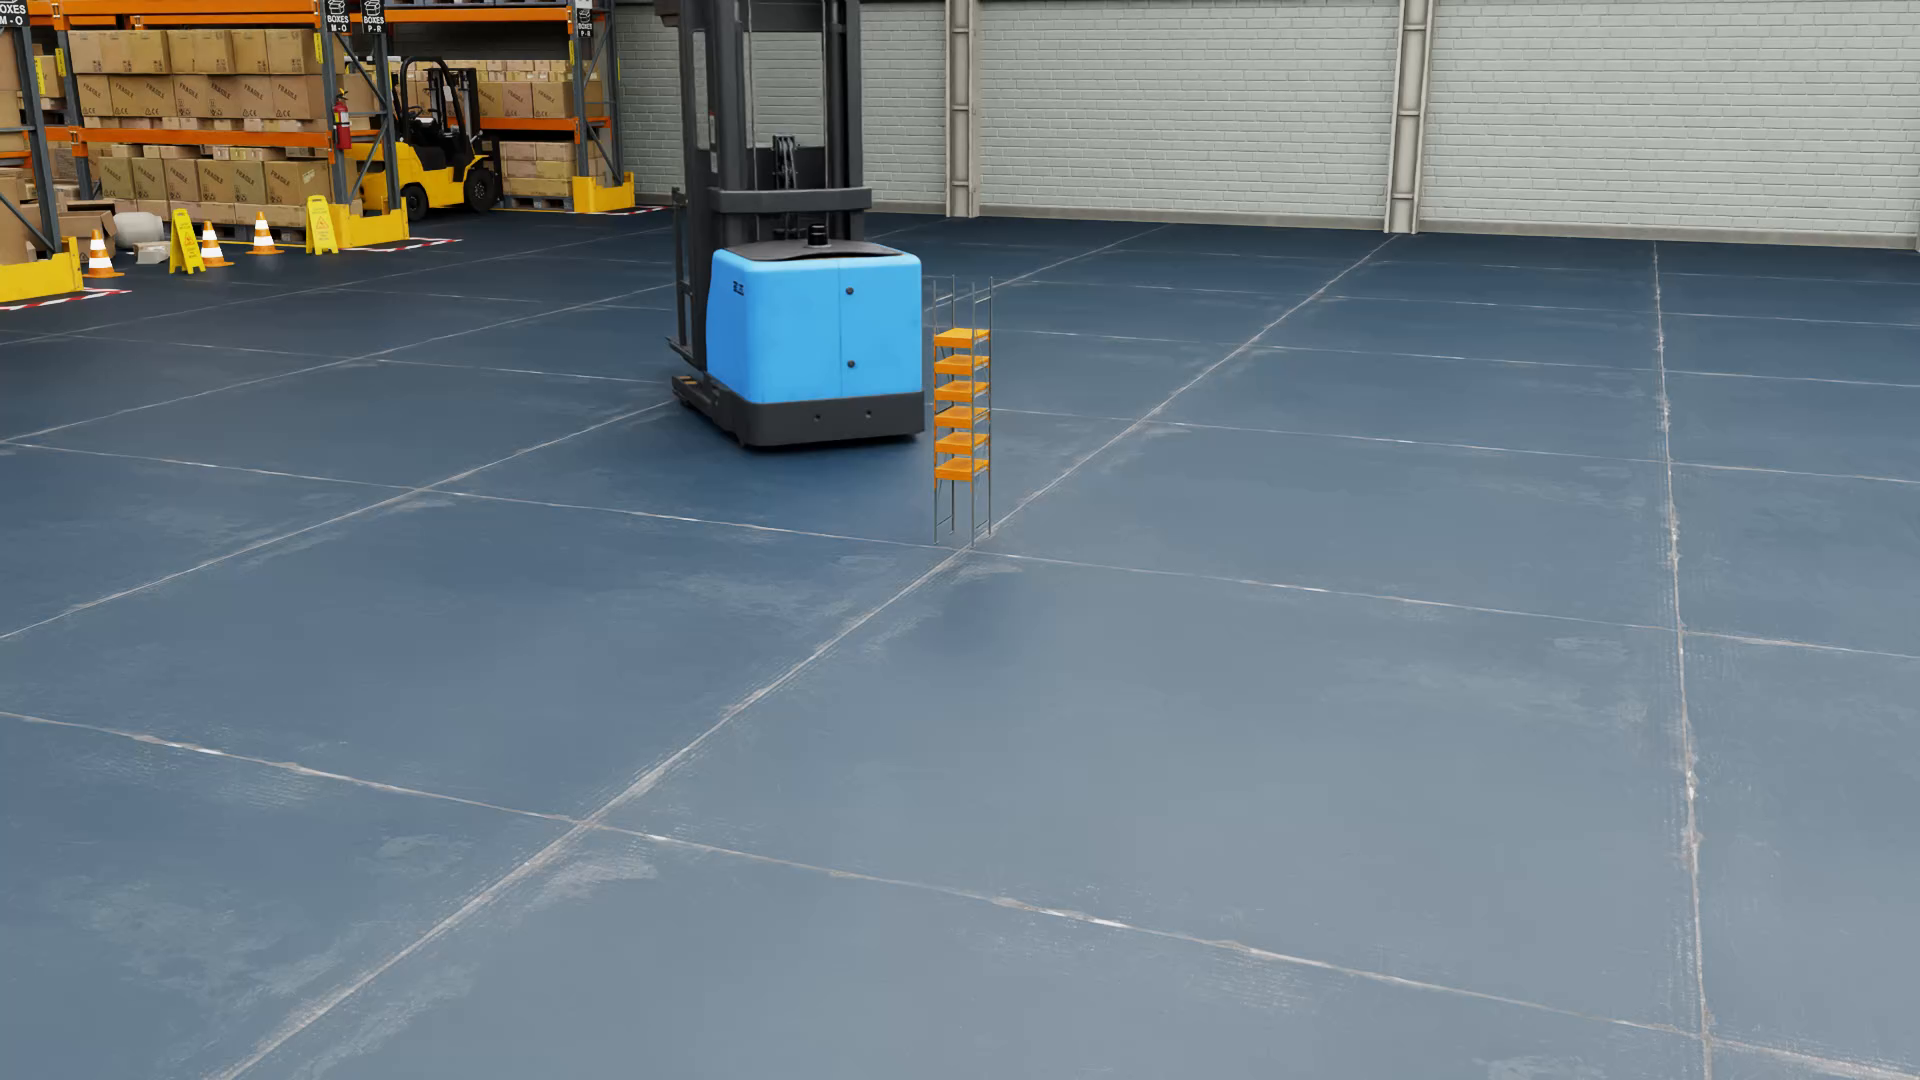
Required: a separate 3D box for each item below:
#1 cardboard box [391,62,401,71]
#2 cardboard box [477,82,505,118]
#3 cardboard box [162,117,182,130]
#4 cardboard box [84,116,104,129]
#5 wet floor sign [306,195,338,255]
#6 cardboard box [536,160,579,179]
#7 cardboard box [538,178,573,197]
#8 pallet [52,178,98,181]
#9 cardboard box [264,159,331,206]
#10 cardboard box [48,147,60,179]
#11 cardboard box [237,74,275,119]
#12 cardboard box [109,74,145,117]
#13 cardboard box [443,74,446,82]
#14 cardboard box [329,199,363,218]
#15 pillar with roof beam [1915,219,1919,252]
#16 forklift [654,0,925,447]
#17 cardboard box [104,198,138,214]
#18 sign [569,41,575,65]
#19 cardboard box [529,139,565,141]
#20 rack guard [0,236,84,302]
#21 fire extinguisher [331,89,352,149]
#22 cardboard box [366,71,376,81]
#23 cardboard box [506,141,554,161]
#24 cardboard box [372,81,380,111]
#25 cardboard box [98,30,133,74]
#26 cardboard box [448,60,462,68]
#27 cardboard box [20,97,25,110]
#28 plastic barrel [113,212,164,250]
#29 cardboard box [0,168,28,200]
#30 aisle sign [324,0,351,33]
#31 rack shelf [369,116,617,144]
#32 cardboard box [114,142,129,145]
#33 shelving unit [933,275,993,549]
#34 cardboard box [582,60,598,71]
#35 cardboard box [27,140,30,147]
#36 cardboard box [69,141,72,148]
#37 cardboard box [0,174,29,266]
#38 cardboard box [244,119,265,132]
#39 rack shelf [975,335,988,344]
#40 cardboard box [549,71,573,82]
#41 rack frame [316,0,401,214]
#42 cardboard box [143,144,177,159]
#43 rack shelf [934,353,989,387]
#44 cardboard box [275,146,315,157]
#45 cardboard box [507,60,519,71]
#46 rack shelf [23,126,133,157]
[{"bbox_3d":[-8.239,-7.064,24.751,0.250,0.149,0.380,6,17,20],"label":"cardboard box"},{"bbox_3d":[-6.733,-6.427,24.254,0.500,0.500,0.500,6,17,20],"label":"cardboard box"},{"bbox_3d":[-9.399,-5.042,20.110,0.250,0.149,0.380,6,17,21],"label":"cardboard box"},{"bbox_3d":[-10.586,-5.175,20.569,0.250,0.149,0.380,6,17,20],"label":"cardboard box"},{"bbox_3d":[-7.256,-3.574,18.828,0.232,0.644,0.267,14,21,40],"label":"wet floor sign"},{"bbox_3d":[-5.790,-5.379,24.105,0.500,0.250,0.500,6,17,20],"label":"cardboard box"},{"bbox_3d":[-5.775,-5.137,24.166,0.500,0.250,0.500,6,17,21],"label":"cardboard box"},{"bbox_3d":[-14.476,-5.980,27.894,1.213,0.211,1.003,6,17,21],"label":"pallet"},{"bbox_3d":[-7.881,-4.257,19.792,0.500,0.500,0.500,6,17,21],"label":"cardboard box"},{"bbox_3d":[-15.056,-6.306,27.746,0.500,0.500,0.500,6,17,19],"label":"cardboard box"},{"bbox_3d":[-8.110,-5.229,19.592,0.500,0.500,0.500,6,17,21],"label":"cardboard box"},{"bbox_3d":[-9.979,-5.439,20.316,0.500,0.500,0.500,6,17,20],"label":"cardboard box"},{"bbox_3d":[-7.563,-6.819,24.439,0.250,0.149,0.380,6,17,19],"label":"cardboard box"},{"bbox_3d":[-7.689,-4.037,20.378,0.500,0.250,0.500,6,17,20],"label":"cardboard box"},{"bbox_3d":[9.626,-6.518,13.983,0.400,9.000,9.100,6,17,21],"label":"pillar with roof beam"},{"bbox_3d":[-1.221,-2.251,10.330,1.129,2.843,3.031,-6,17,-21],"label":"forklift"},{"bbox_3d":[-10.311,-4.162,20.807,0.500,0.250,0.500,5,17,18],"label":"cardboard box"},{"bbox_3d":[-5.434,-6.820,23.284,0.005,0.325,0.100,6,17,21],"label":"sign"},{"bbox_3d":[-6.066,-5.799,24.655,0.500,0.250,0.500,6,17,21],"label":"cardboard box"},{"bbox_3d":[-8.740,-2.505,15.404,0.348,0.500,1.175,6,17,21],"label":"rack guard"},{"bbox_3d":[-7.103,-4.833,19.081,0.183,0.674,0.296,6,17,21],"label":"fire extinguisher"},{"bbox_3d":[-17.261,-4.780,20.644,12.878,1.949,15.192,6,17,20],"label":"cardboard box"},{"bbox_3d":[-6.242,-5.668,24.202,0.500,0.250,0.500,7,17,22],"label":"cardboard box"},{"bbox_3d":[-8.626,-6.634,24.964,0.500,0.500,0.500,6,17,19],"label":"cardboard box"},{"bbox_3d":[-9.964,-5.923,20.189,0.500,0.500,0.700,6,17,21],"label":"cardboard box"},{"bbox_3d":[-7.290,-6.959,24.389,0.250,0.149,0.380,6,17,21],"label":"cardboard box"},{"bbox_3d":[-11.580,-5.504,20.952,0.250,0.149,0.380,6,17,19],"label":"cardboard box"},{"bbox_3d":[-9.517,-3.583,19.257,0.512,0.421,0.421,-9,18,-27],"label":"plastic barrel"},{"bbox_3d":[-11.386,-4.109,19.574,0.500,0.500,0.500,6,17,21],"label":"cardboard box"},{"bbox_3d":[-7.089,-6.169,18.879,0.004,0.787,0.394,6,17,21],"label":"aisle sign"},{"bbox_3d":[-7.083,-6.149,24.763,4.000,0.370,1.077,6,17,21],"label":"rack shelf"},{"bbox_3d":[-13.482,-6.425,26.993,0.250,0.149,0.380,5,17,18],"label":"cardboard box"},{"bbox_3d":[0.013,-0.575,7.501,0.189,1.200,0.258,6,17,21],"label":"shelving unit"},{"bbox_3d":[-5.456,-6.882,24.121,0.250,0.149,0.380,6,17,20],"label":"cardboard box"},{"bbox_3d":[-15.360,-6.668,27.829,0.250,0.149,0.380,6,17,20],"label":"cardboard box"},{"bbox_3d":[-14.440,-6.548,27.416,0.250,0.149,0.380,5,17,18],"label":"cardboard box"},{"bbox_3d":[-9.417,-2.941,15.482,0.875,0.875,0.875,6,17,21],"label":"cardboard box"},{"bbox_3d":[-8.224,-4.911,19.661,0.250,0.149,0.380,7,17,22],"label":"cardboard box"},{"bbox_3d":[0.013,-0.897,7.408,0.166,0.020,0.199,6,17,21],"label":"rack shelf"},{"bbox_3d":[-5.648,-6.612,23.725,0.250,0.149,0.380,7,17,21],"label":"cardboard box"},{"bbox_3d":[-7.040,-5.002,19.522,0.127,3.000,1.000,6,17,21],"label":"rack frame"},{"bbox_3d":[-9.738,-4.753,20.335,0.250,0.149,0.380,7,18,23],"label":"cardboard box"},{"bbox_3d":[0.013,-0.763,7.447,0.180,0.103,0.258,6,17,21],"label":"rack shelf"},{"bbox_3d":[-10.152,-5.892,26.094,0.625,0.625,0.875,6,17,20],"label":"cardboard box"},{"bbox_3d":[-6.331,-6.855,24.031,0.250,0.149,0.380,6,17,21],"label":"cardboard box"},{"bbox_3d":[-12.622,-5.270,21.737,4.000,0.370,1.077,6,17,21],"label":"rack shelf"}]
